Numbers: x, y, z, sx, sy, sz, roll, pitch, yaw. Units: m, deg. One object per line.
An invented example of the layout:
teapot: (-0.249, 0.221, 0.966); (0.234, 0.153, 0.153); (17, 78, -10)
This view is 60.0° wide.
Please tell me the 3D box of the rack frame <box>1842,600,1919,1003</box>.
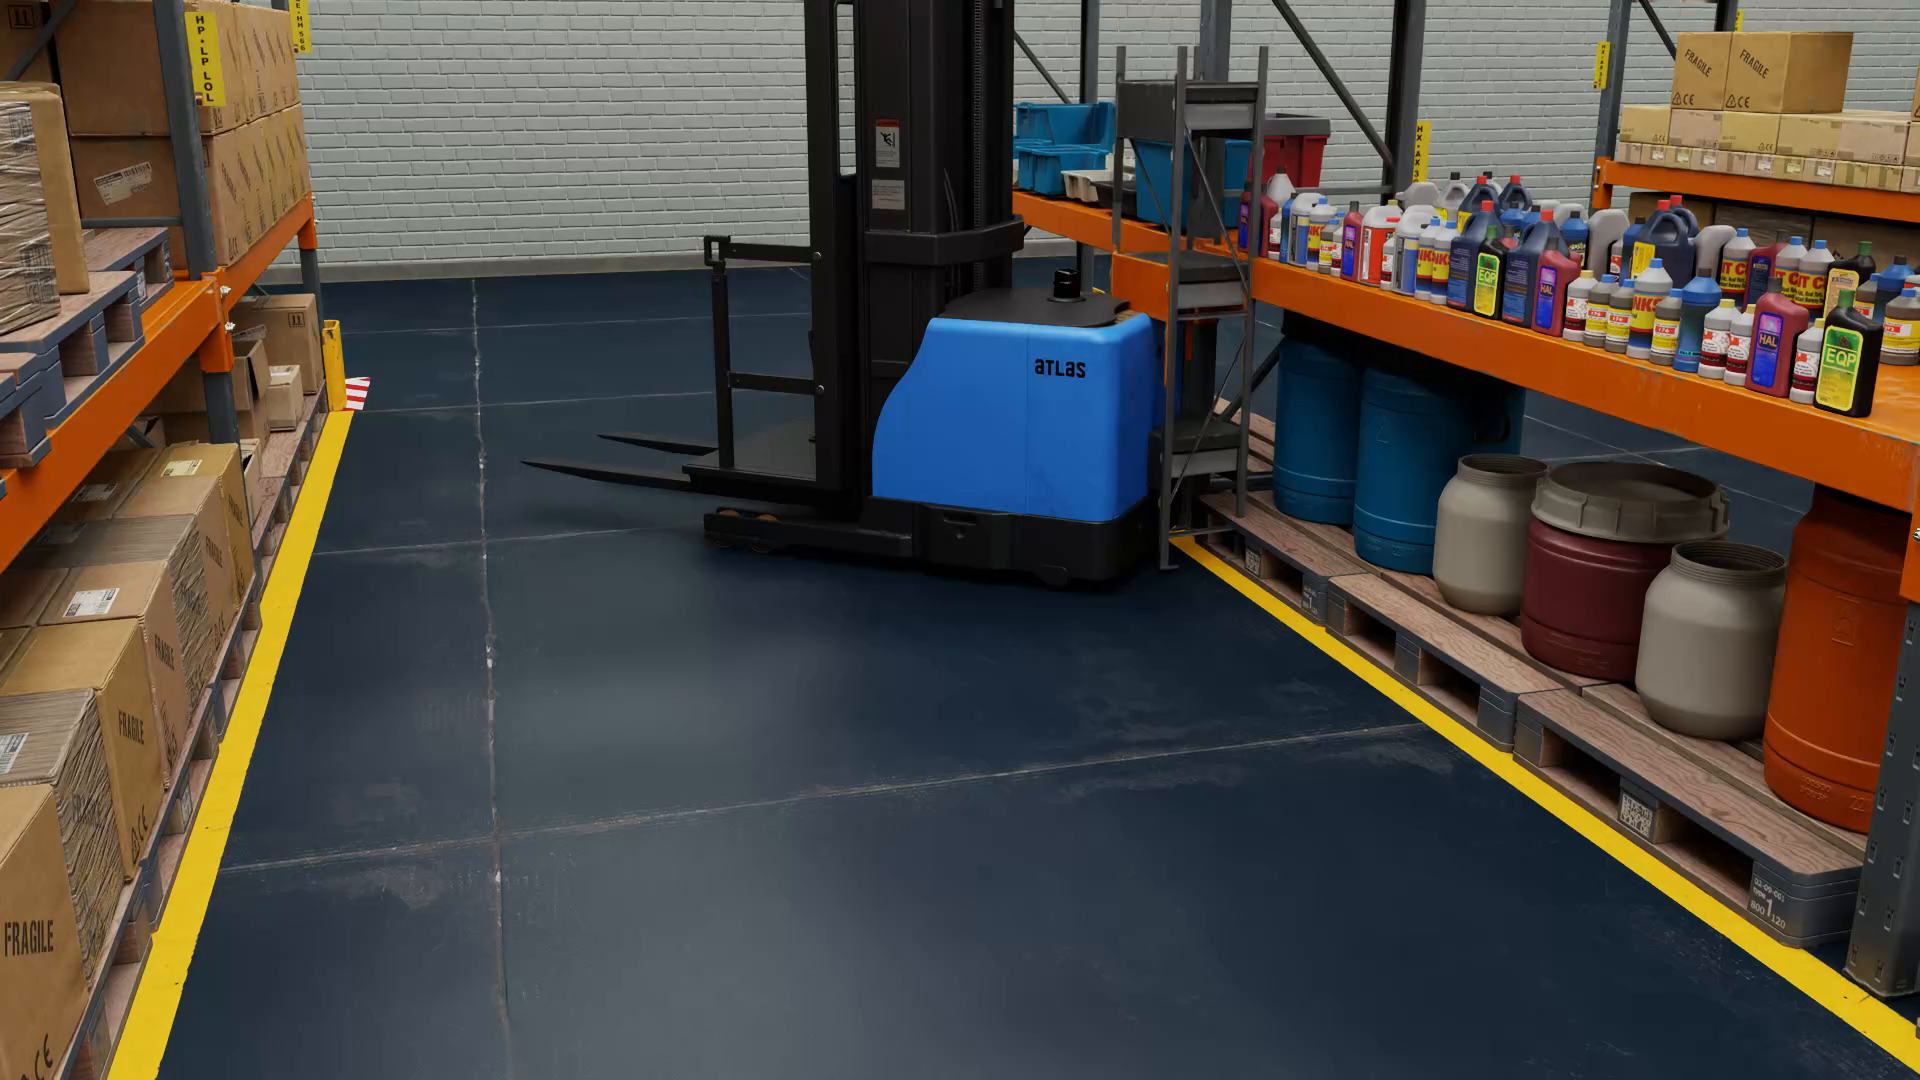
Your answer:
rack frame: (2.611, -0.417, 3.627); (1.000, 3.000, 0.127); (-5, 17, -15)

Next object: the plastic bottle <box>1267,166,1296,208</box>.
plastic bottle: (1.308, -1.366, 6.871); (0.144, 0.351, 0.185); (-5, 17, -15)

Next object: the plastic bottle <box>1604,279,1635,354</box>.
plastic bottle: (1.878, -0.632, 4.687); (0.097, 0.201, 0.097); (0, 17, 0)

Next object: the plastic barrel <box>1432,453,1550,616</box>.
plastic barrel: (1.909, -0.022, 5.907); (0.421, 0.512, 0.421); (0, 17, 0)

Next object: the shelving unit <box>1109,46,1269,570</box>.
shelving unit: (0.923, -0.967, 6.940); (0.431, 2.100, 0.503); (-7, 18, -22)

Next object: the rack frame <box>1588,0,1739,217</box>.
rack frame: (5.175, -3.022, 12.297); (1.000, 3.000, 0.127); (-5, 17, -15)

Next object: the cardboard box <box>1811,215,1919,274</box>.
cardboard box: (5.922, -1.537, 10.317); (0.875, 0.875, 0.875); (-5, 17, -15)

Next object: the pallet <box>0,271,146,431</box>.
pallet: (-2.692, -0.472, 4.144); (1.003, 0.211, 1.213); (-5, 17, -15)

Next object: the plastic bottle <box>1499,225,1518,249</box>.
plastic bottle: (1.747, -0.848, 5.265); (0.061, 0.283, 0.133); (-5, 17, -15)

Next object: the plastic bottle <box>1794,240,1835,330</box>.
plastic bottle: (2.570, -0.764, 5.004); (0.097, 0.271, 0.097); (0, 17, 0)

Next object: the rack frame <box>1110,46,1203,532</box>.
rack frame: (0.826, -1.031, 7.155); (0.400, 2.100, 0.015); (-7, 18, -22)

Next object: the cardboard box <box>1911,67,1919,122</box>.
cardboard box: (5.757, -2.590, 9.300); (0.500, 0.500, 0.500); (-5, 17, -15)

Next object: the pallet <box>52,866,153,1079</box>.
pallet: (-2.322, 1.099, 3.425); (1.003, 0.211, 1.213); (-5, 17, -15)

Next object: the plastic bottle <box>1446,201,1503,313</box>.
plastic bottle: (1.684, -0.923, 5.397); (0.144, 0.351, 0.185); (-5, 17, -15)

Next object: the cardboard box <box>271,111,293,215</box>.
cardboard box: (-3.689, -1.903, 8.401); (0.500, 0.500, 0.500); (-5, 17, -15)

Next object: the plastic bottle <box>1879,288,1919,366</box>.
plastic bottle: (2.561, -0.580, 4.515); (0.097, 0.201, 0.097); (0, 17, 0)

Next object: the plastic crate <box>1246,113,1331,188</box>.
plastic crate: (1.507, -1.850, 8.181); (0.402, 0.464, 0.583); (-5, 17, -15)

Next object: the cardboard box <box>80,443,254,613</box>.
cardboard box: (-2.841, -0.033, 5.927); (0.500, 0.500, 0.500); (-5, 17, -16)

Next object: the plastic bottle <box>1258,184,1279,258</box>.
plastic bottle: (1.239, -1.296, 6.754); (0.061, 0.283, 0.133); (-5, 17, -15)

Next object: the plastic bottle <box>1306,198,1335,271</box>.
plastic bottle: (1.379, -1.168, 6.351); (0.097, 0.271, 0.097); (0, 17, 0)

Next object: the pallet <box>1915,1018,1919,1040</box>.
pallet: (2.787, 1.136, 3.304); (1.003, 0.211, 1.213); (-5, 17, -15)

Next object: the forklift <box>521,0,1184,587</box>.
forklift: (-0.576, -1.477, 7.274); (3.031, 2.935, 1.130); (7, 18, 23)

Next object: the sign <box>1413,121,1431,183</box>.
sign: (2.041, -1.699, 7.413); (0.100, 0.325, 0.005); (-5, 17, -15)

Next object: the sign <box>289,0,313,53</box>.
sign: (-3.812, -2.984, 9.609); (0.100, 0.325, 0.005); (-5, 17, -15)

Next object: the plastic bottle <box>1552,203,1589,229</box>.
plastic bottle: (2.207, -1.103, 6.126); (0.152, 0.276, 0.135); (-5, 17, -15)

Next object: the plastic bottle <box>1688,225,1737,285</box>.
plastic bottle: (2.422, -0.887, 5.405); (0.152, 0.276, 0.135); (-5, 17, -15)

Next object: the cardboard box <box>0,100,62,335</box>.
cardboard box: (-2.502, -0.709, 3.694); (0.700, 0.500, 0.500); (-1, 17, -5)

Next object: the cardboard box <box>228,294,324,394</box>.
cardboard box: (-3.965, -1.122, 9.554); (0.500, 0.500, 0.500); (-5, 17, -15)

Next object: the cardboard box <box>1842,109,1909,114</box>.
cardboard box: (5.842, -2.698, 10.964); (0.500, 0.250, 0.500); (-5, 18, -17)

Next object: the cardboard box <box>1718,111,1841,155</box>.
cardboard box: (5.331, -2.656, 10.822); (0.500, 0.250, 0.500); (-5, 18, -17)

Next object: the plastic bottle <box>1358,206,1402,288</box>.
plastic bottle: (1.527, -1.050, 5.949); (0.152, 0.276, 0.135); (-5, 17, -15)

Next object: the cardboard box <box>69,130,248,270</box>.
cardboard box: (-3.130, -1.343, 6.537); (0.500, 0.500, 0.500); (-4, 17, -14)

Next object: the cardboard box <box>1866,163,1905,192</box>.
cardboard box: (5.592, -2.138, 9.792); (0.380, 0.149, 0.250); (-4, 17, -14)

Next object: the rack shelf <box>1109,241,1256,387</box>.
rack shelf: (0.923, -0.954, 6.944); (0.431, 0.518, 0.480); (-7, 18, -22)

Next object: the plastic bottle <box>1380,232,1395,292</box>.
plastic bottle: (1.533, -0.980, 5.846); (0.097, 0.201, 0.097); (0, 17, 0)

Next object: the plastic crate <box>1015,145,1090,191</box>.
plastic crate: (0.526, -2.120, 9.483); (0.416, 0.233, 0.300); (-5, 17, -15)

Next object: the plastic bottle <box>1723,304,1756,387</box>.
plastic bottle: (2.012, -0.497, 4.239); (0.097, 0.201, 0.097); (0, 17, 0)

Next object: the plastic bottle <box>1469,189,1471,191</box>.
plastic bottle: (2.031, -1.280, 6.714); (0.152, 0.276, 0.135); (-5, 17, -15)

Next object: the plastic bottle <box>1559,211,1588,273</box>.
plastic bottle: (2.156, -1.022, 5.863); (0.097, 0.271, 0.097); (0, 17, 0)

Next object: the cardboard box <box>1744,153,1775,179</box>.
cardboard box: (5.311, -2.422, 10.736); (0.380, 0.149, 0.250); (-5, 17, -16)

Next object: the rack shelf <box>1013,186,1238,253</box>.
rack shelf: (0.962, -1.732, 9.255); (1.077, 0.370, 4.000); (-5, 17, -15)

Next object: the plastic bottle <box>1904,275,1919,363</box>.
plastic bottle: (2.676, -0.631, 4.554); (0.152, 0.276, 0.135); (-5, 17, -15)

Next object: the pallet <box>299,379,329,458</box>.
pallet: (-4.110, -0.662, 9.291); (1.003, 0.211, 1.213); (-5, 17, -15)

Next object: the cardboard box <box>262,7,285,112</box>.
cardboard box: (-3.678, -2.382, 8.256); (0.500, 0.500, 0.500); (-4, 17, -14)

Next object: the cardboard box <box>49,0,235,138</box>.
cardboard box: (-3.111, -1.812, 6.360); (0.500, 0.500, 0.500); (-4, 17, -14)

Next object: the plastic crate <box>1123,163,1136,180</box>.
plastic crate: (1.076, -2.084, 9.531); (0.298, 0.136, 0.250); (-5, 17, -15)

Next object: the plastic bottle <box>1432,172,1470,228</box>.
plastic bottle: (1.940, -1.260, 6.519); (0.144, 0.351, 0.185); (-5, 17, -15)

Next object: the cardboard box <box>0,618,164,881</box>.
cardboard box: (-2.285, 0.528, 4.061); (0.500, 0.500, 0.500); (-5, 17, -16)

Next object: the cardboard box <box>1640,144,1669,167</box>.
cardboard box: (5.027, -2.706, 11.684); (0.380, 0.149, 0.250); (-5, 17, -16)
